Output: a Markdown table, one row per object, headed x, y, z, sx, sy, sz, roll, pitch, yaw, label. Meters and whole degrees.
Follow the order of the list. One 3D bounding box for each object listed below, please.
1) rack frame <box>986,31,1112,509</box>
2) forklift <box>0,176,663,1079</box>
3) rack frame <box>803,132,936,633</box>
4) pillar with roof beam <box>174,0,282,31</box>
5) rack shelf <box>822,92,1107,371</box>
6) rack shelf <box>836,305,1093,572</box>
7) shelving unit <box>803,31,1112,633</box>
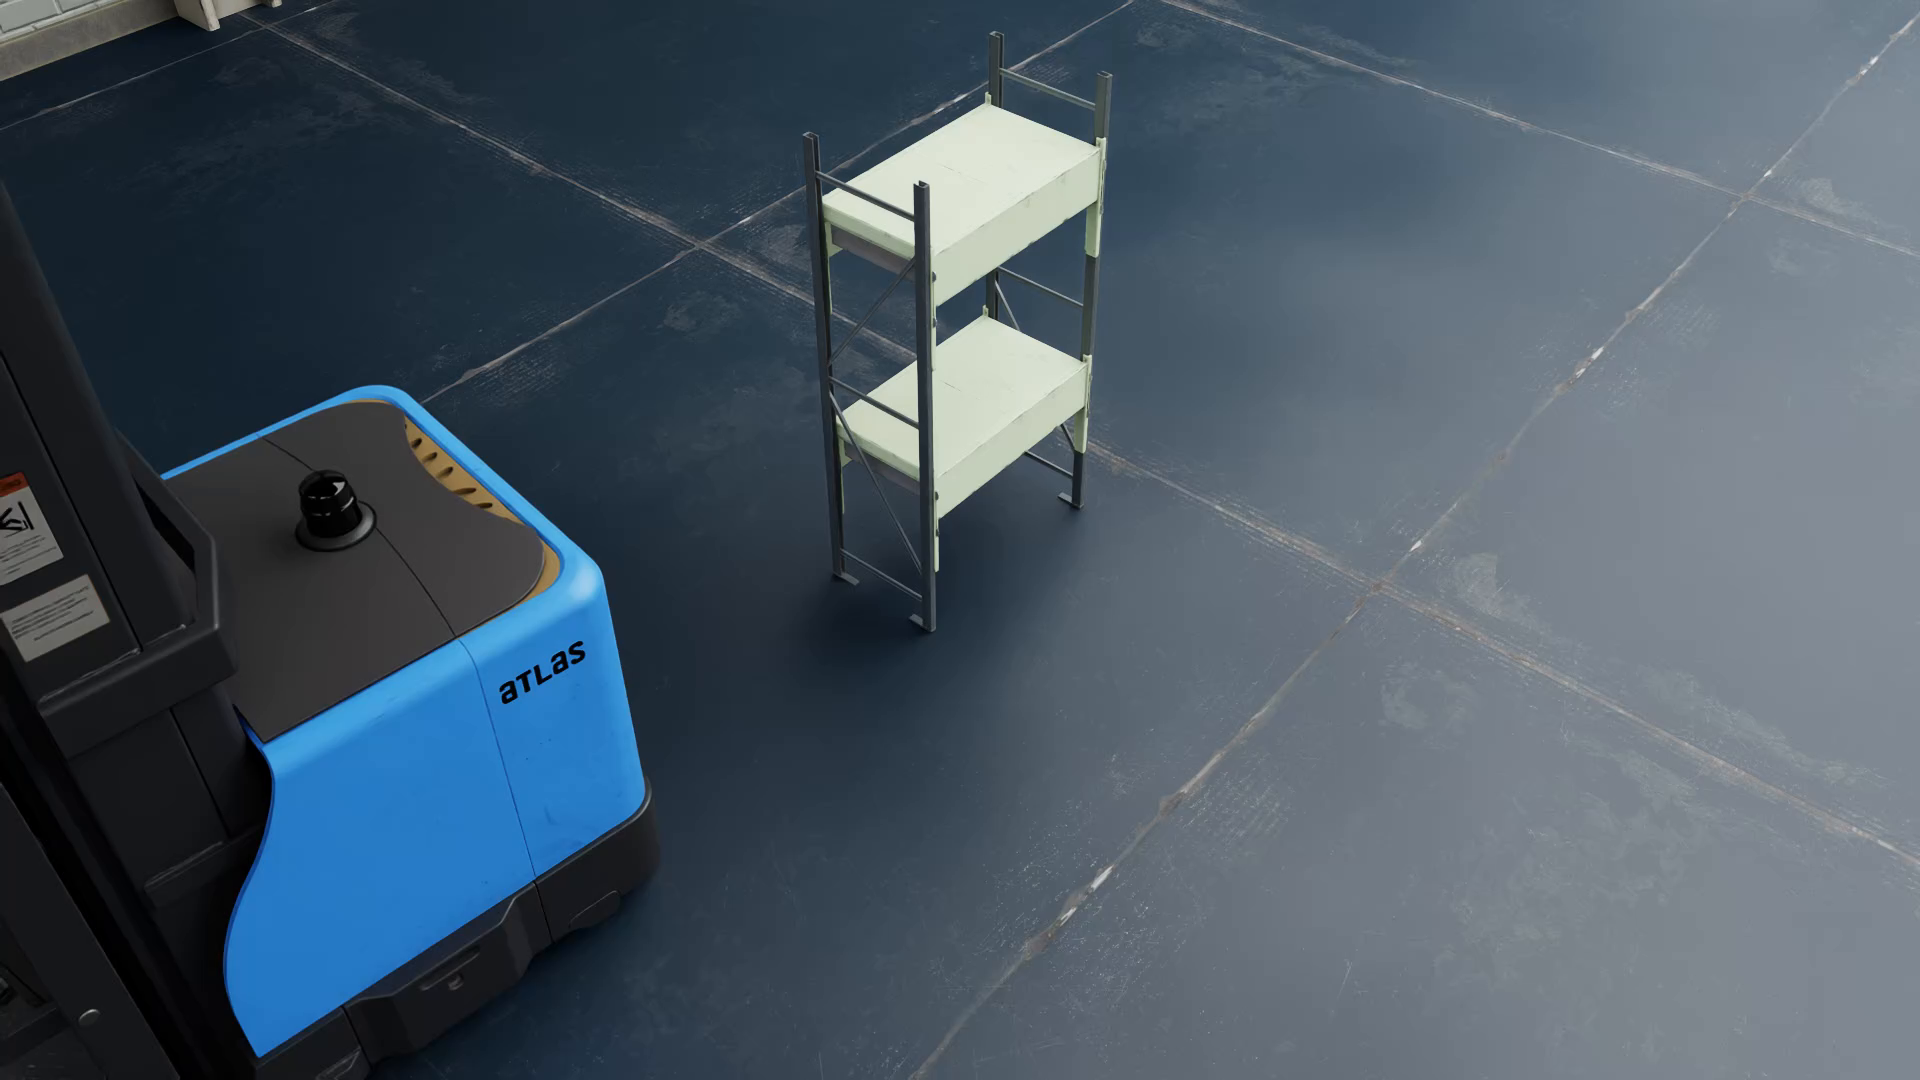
| x | y | z | sx | sy | sz | roll | pitch | yaw | label |
| --- | --- | --- | --- | --- | --- | --- | --- | --- | --- |
| 0.240 | -0.747 | 4.957 | 0.400 | 1.500 | 0.023 | 29 | 50 | 28 | rack frame |
| -2.184 | 0.213 | 2.837 | 3.031 | 2.935 | 1.130 | -32 | 51 | -30 | forklift |
| -0.231 | -0.370 | 4.542 | 0.400 | 1.500 | 0.023 | 29 | 50 | 28 | rack frame |
| -0.263 | -4.053 | 3.018 | 9.100 | 9.000 | 0.400 | 29 | 50 | 28 | pillar with roof beam |
| 0.004 | -0.847 | 4.487 | 0.431 | 0.370 | 0.720 | 29 | 50 | 28 | rack shelf |
| 0.004 | -0.317 | 4.969 | 0.431 | 0.370 | 0.720 | 29 | 50 | 28 | rack shelf |
| 0.004 | -0.558 | 4.749 | 0.431 | 1.500 | 0.755 | 29 | 50 | 28 | shelving unit |
